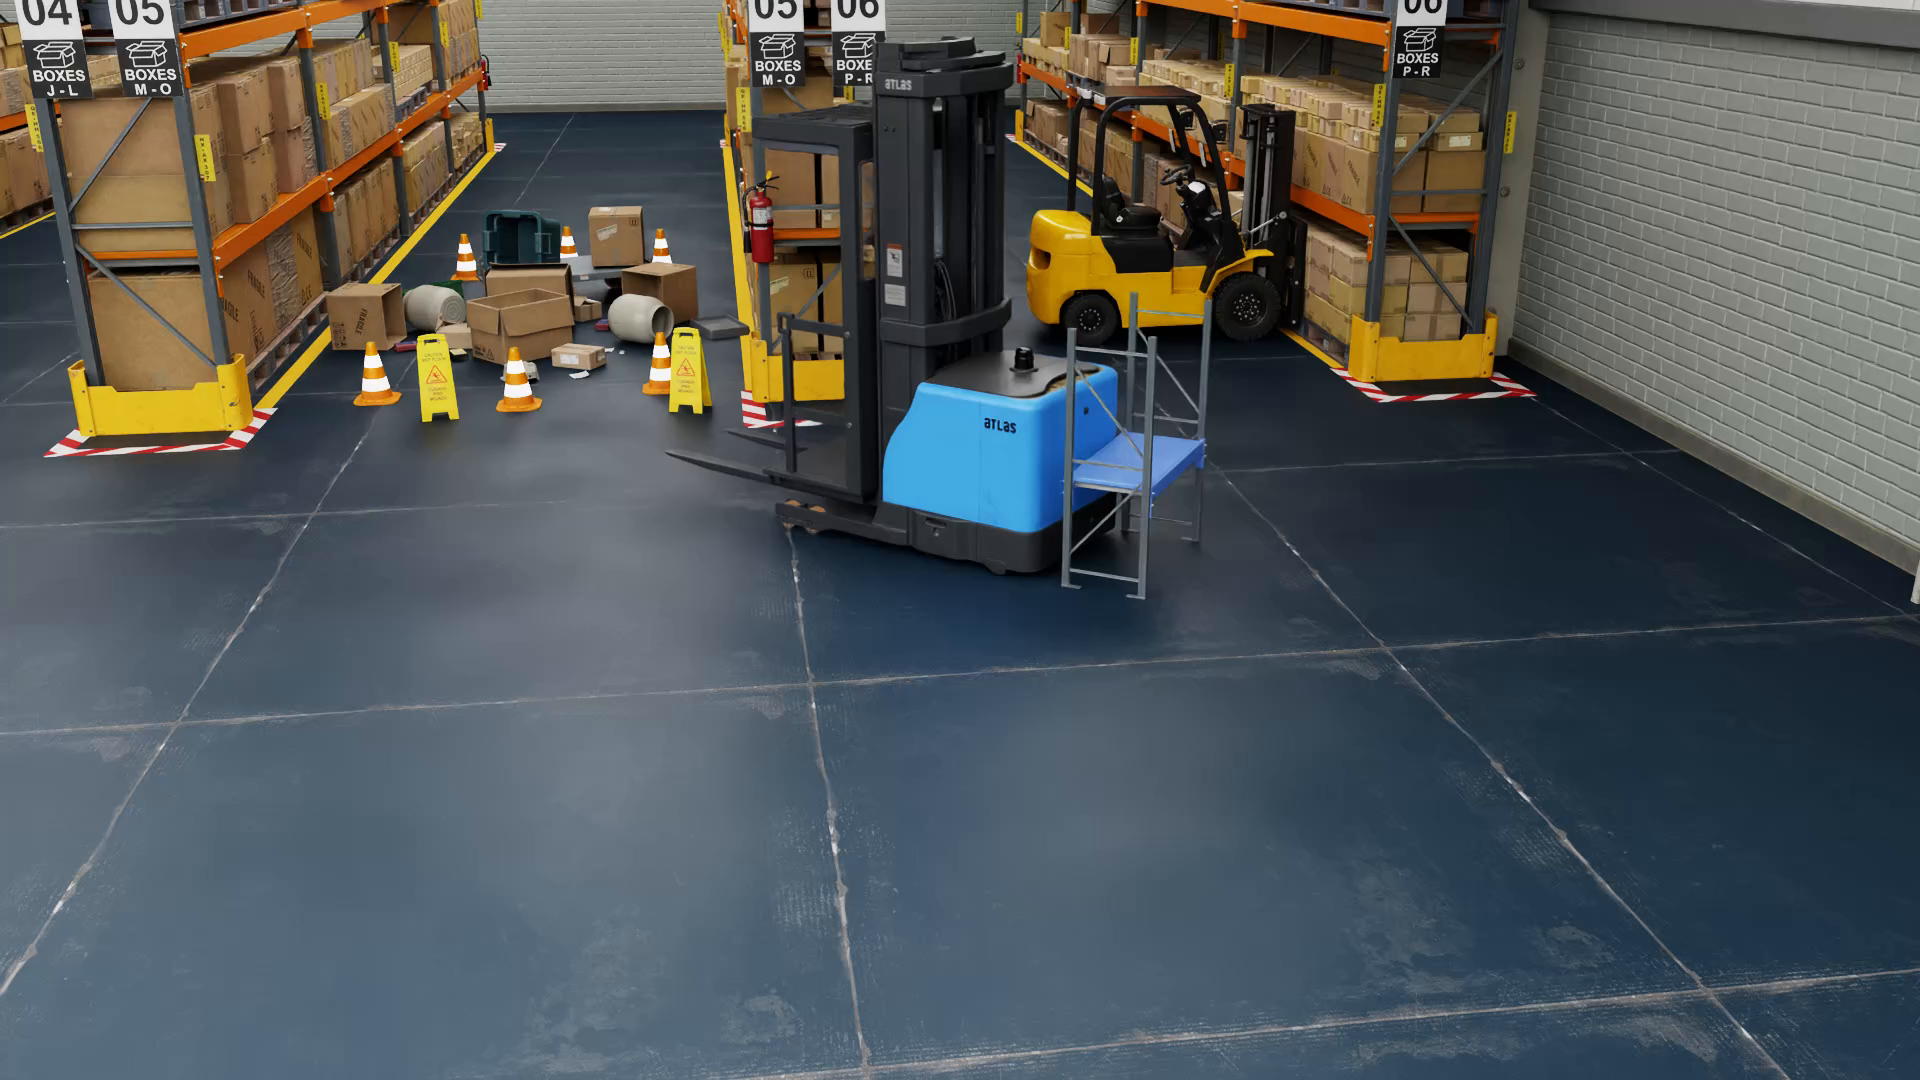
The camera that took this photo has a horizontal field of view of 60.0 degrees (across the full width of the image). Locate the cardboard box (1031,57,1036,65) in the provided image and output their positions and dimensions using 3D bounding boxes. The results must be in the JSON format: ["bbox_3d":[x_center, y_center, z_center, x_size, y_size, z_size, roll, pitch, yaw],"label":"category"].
[{"bbox_3d":[1.398,-8.008,27.728,0.380,0.149,0.250,-2,21,-6],"label":"cardboard box"}]

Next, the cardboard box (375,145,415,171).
[{"bbox_3d":[-6.962,-4.661,20.308,0.500,0.250,0.500,-4,21,-10],"label":"cardboard box"}]

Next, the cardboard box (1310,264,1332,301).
[{"bbox_3d":[3.405,-2.269,14.619,0.500,0.250,0.500,-3,21,-8],"label":"cardboard box"}]

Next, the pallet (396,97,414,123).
[{"bbox_3d":[-7.310,-5.184,20.083,1.213,0.211,1.003,-3,21,-8],"label":"pallet"}]

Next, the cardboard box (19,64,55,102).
[{"bbox_3d":[-12.199,-5.929,21.662,0.500,0.500,0.500,-2,21,-6],"label":"cardboard box"}]

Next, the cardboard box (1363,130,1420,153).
[{"bbox_3d":[3.519,-3.256,13.576,0.380,0.149,0.250,-3,21,-7],"label":"cardboard box"}]

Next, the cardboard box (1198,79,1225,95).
[{"bbox_3d":[2.793,-4.902,17.984,0.380,0.149,0.250,-4,21,-9],"label":"cardboard box"}]

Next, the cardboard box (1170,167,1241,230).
[{"bbox_3d":[2.969,-3.978,19.372,0.875,0.625,0.625,-4,21,-10],"label":"cardboard box"}]

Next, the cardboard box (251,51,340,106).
[{"bbox_3d":[-6.752,-4.687,16.907,0.700,0.500,0.500,-3,21,-7],"label":"cardboard box"}]

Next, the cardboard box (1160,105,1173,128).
[{"bbox_3d":[2.664,-4.980,19.478,0.500,0.250,0.500,-4,21,-10],"label":"cardboard box"}]

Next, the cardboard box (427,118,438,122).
[{"bbox_3d":[-8.330,-6.479,25.900,0.380,0.149,0.250,-4,21,-10],"label":"cardboard box"}]

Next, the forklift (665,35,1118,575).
[{"bbox_3d":[-0.547,-1.553,10.185,3.031,2.935,1.130,13,24,32],"label":"forklift"}]

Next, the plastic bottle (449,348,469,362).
[{"bbox_3d":[-4.371,-1.615,14.453,0.133,0.061,0.283,-11,23,-26],"label":"plastic bottle"}]

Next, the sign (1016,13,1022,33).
[{"bbox_3d":[1.003,-8.717,28.030,0.100,0.325,0.005,-3,21,-8],"label":"sign"}]

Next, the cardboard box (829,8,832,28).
[{"bbox_3d":[-0.792,-3.966,12.620,0.380,0.149,0.250,-3,21,-8],"label":"cardboard box"}]

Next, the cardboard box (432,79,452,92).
[{"bbox_3d":[-7.396,-6.414,23.462,0.380,0.149,0.250,-2,21,-6],"label":"cardboard box"}]

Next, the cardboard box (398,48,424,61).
[{"bbox_3d":[-7.353,-6.464,22.143,0.380,0.149,0.250,-4,21,-9],"label":"cardboard box"}]

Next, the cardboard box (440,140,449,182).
[{"bbox_3d":[-7.323,-5.200,22.823,0.500,0.500,0.500,-3,21,-9],"label":"cardboard box"}]

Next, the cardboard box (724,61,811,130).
[{"bbox_3d":[-1.596,-3.715,13.878,0.700,0.500,0.500,-3,21,-8],"label":"cardboard box"}]

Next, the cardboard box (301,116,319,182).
[{"bbox_3d":[-6.460,-3.591,15.329,0.875,0.550,0.550,-3,21,-8],"label":"cardboard box"}]

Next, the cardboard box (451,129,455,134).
[{"bbox_3d":[-7.650,-5.960,24.510,0.380,0.149,0.250,-3,21,-9],"label":"cardboard box"}]

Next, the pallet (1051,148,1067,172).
[{"bbox_3d":[2.018,-5.885,25.672,1.003,0.211,1.213,-3,21,-8],"label":"pallet"}]

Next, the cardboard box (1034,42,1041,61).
[{"bbox_3d":[1.488,-7.887,26.836,0.500,0.250,0.500,-3,21,-9],"label":"cardboard box"}]

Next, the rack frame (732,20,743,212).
[{"bbox_3d":[-2.218,-5.317,20.166,1.000,3.000,0.127,-3,21,-8],"label":"rack frame"}]

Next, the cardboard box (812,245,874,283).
[{"bbox_3d":[-0.991,-2.290,14.317,0.500,0.500,0.500,-4,21,-10],"label":"cardboard box"}]

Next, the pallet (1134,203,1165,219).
[{"bbox_3d":[2.773,-3.976,20.559,1.003,0.211,1.213,-3,21,-8],"label":"pallet"}]

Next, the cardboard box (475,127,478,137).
[{"bbox_3d":[-7.820,-6.455,26.261,0.380,0.149,0.250,-4,21,-10],"label":"cardboard box"}]

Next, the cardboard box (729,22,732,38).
[{"bbox_3d":[-2.765,-6.523,21.823,0.500,0.500,0.500,-3,21,-9],"label":"cardboard box"}]

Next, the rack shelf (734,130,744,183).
[{"bbox_3d":[-1.930,-4.288,18.437,1.077,0.370,4.000,-3,21,-8],"label":"rack shelf"}]

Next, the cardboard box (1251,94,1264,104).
[{"bbox_3d":[3.094,-4.321,16.429,0.380,0.149,0.250,-2,21,-6],"label":"cardboard box"}]

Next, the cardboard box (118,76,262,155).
[{"bbox_3d":[-6.081,-3.356,13.156,0.875,0.550,0.550,-3,21,-8],"label":"cardboard box"}]

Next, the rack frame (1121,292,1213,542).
[{"bbox_3d":[1.240,-0.730,10.026,0.500,1.500,0.032,9,22,23],"label":"rack frame"}]

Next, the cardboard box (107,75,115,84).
[{"bbox_3d":[-12.502,-6.653,24.100,0.380,0.149,0.250,-3,21,-7],"label":"cardboard box"}]

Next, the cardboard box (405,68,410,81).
[{"bbox_3d":[-7.160,-5.874,20.991,0.380,0.149,0.250,-3,21,-8],"label":"cardboard box"}]

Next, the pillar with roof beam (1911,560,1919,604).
[{"bbox_3d":[1.243,-3.601,6.997,9.100,9.000,0.400,-3,21,-8],"label":"pillar with roof beam"}]

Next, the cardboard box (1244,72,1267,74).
[{"bbox_3d":[3.258,-5.197,18.775,0.380,0.149,0.250,-3,21,-7],"label":"cardboard box"}]

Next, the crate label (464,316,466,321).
[{"bbox_3d":[-4.844,-2.156,15.793,0.250,0.136,0.298,17,27,39],"label":"crate label"}]

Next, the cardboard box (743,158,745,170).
[{"bbox_3d":[-1.914,-3.689,16.166,0.380,0.149,0.250,-3,21,-8],"label":"cardboard box"}]

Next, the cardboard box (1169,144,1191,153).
[{"bbox_3d":[2.926,-5.095,21.615,0.380,0.149,0.250,-2,21,-5],"label":"cardboard box"}]

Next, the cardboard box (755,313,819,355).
[{"bbox_3d":[-1.451,-1.731,13.892,0.500,0.250,0.500,-3,21,-8],"label":"cardboard box"}]

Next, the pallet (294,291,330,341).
[{"bbox_3d":[-6.493,-2.074,15.468,1.003,0.211,1.213,-3,21,-8],"label":"pallet"}]

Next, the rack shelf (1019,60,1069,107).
[{"bbox_3d":[1.828,-7.309,26.527,1.077,0.370,4.000,-3,21,-8],"label":"rack shelf"}]

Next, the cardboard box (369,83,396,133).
[{"bbox_3d":[-6.771,-4.937,19.005,0.500,0.500,0.500,-3,21,-8],"label":"cardboard box"}]

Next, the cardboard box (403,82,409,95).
[{"bbox_3d":[-7.126,-5.648,20.811,0.380,0.149,0.250,-2,21,-6],"label":"cardboard box"}]

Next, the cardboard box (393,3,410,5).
[{"bbox_3d":[-8.094,-7.400,23.745,0.500,0.500,0.500,-4,21,-9],"label":"cardboard box"}]

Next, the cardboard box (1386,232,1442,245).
[{"bbox_3d":[3.889,-2.525,14.590,0.500,0.250,0.500,-3,21,-8],"label":"cardboard box"}]

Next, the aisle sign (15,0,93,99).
[{"bbox_3d":[-6.236,-3.441,11.426,0.394,0.787,0.004,-3,21,-8],"label":"aisle sign"}]

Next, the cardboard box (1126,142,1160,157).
[{"bbox_3d":[2.371,-5.057,21.513,0.380,0.149,0.250,-4,21,-10],"label":"cardboard box"}]

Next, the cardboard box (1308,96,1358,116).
[{"bbox_3d":[3.303,-3.839,14.713,0.380,0.149,0.250,-3,21,-7],"label":"cardboard box"}]

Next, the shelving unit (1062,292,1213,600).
[{"bbox_3d":[1.027,-0.568,9.594,0.538,1.500,1.048,9,22,23],"label":"shelving unit"}]

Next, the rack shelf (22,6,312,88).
[{"bbox_3d":[-6.237,-4.023,13.442,1.077,0.370,4.000,-3,21,-8],"label":"rack shelf"}]

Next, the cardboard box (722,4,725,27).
[{"bbox_3d":[-3.503,-8.243,26.428,0.500,0.500,0.500,-3,21,-9],"label":"cardboard box"}]

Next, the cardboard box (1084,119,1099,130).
[{"bbox_3d":[2.021,-6.054,24.183,0.380,0.149,0.250,-3,21,-9],"label":"cardboard box"}]

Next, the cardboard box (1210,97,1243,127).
[{"bbox_3d":[2.946,-4.505,17.491,0.500,0.250,0.500,-3,21,-9],"label":"cardboard box"}]

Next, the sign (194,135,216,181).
[{"bbox_3d":[-5.399,-2.731,11.891,0.100,0.325,0.005,-3,21,-8],"label":"sign"}]

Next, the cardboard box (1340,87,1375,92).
[{"bbox_3d":[3.767,-4.134,15.502,0.380,0.149,0.250,-3,21,-8],"label":"cardboard box"}]

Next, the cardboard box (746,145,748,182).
[{"bbox_3d":[-1.552,-3.255,14.075,0.500,0.500,0.500,-3,21,-8],"label":"cardboard box"}]
